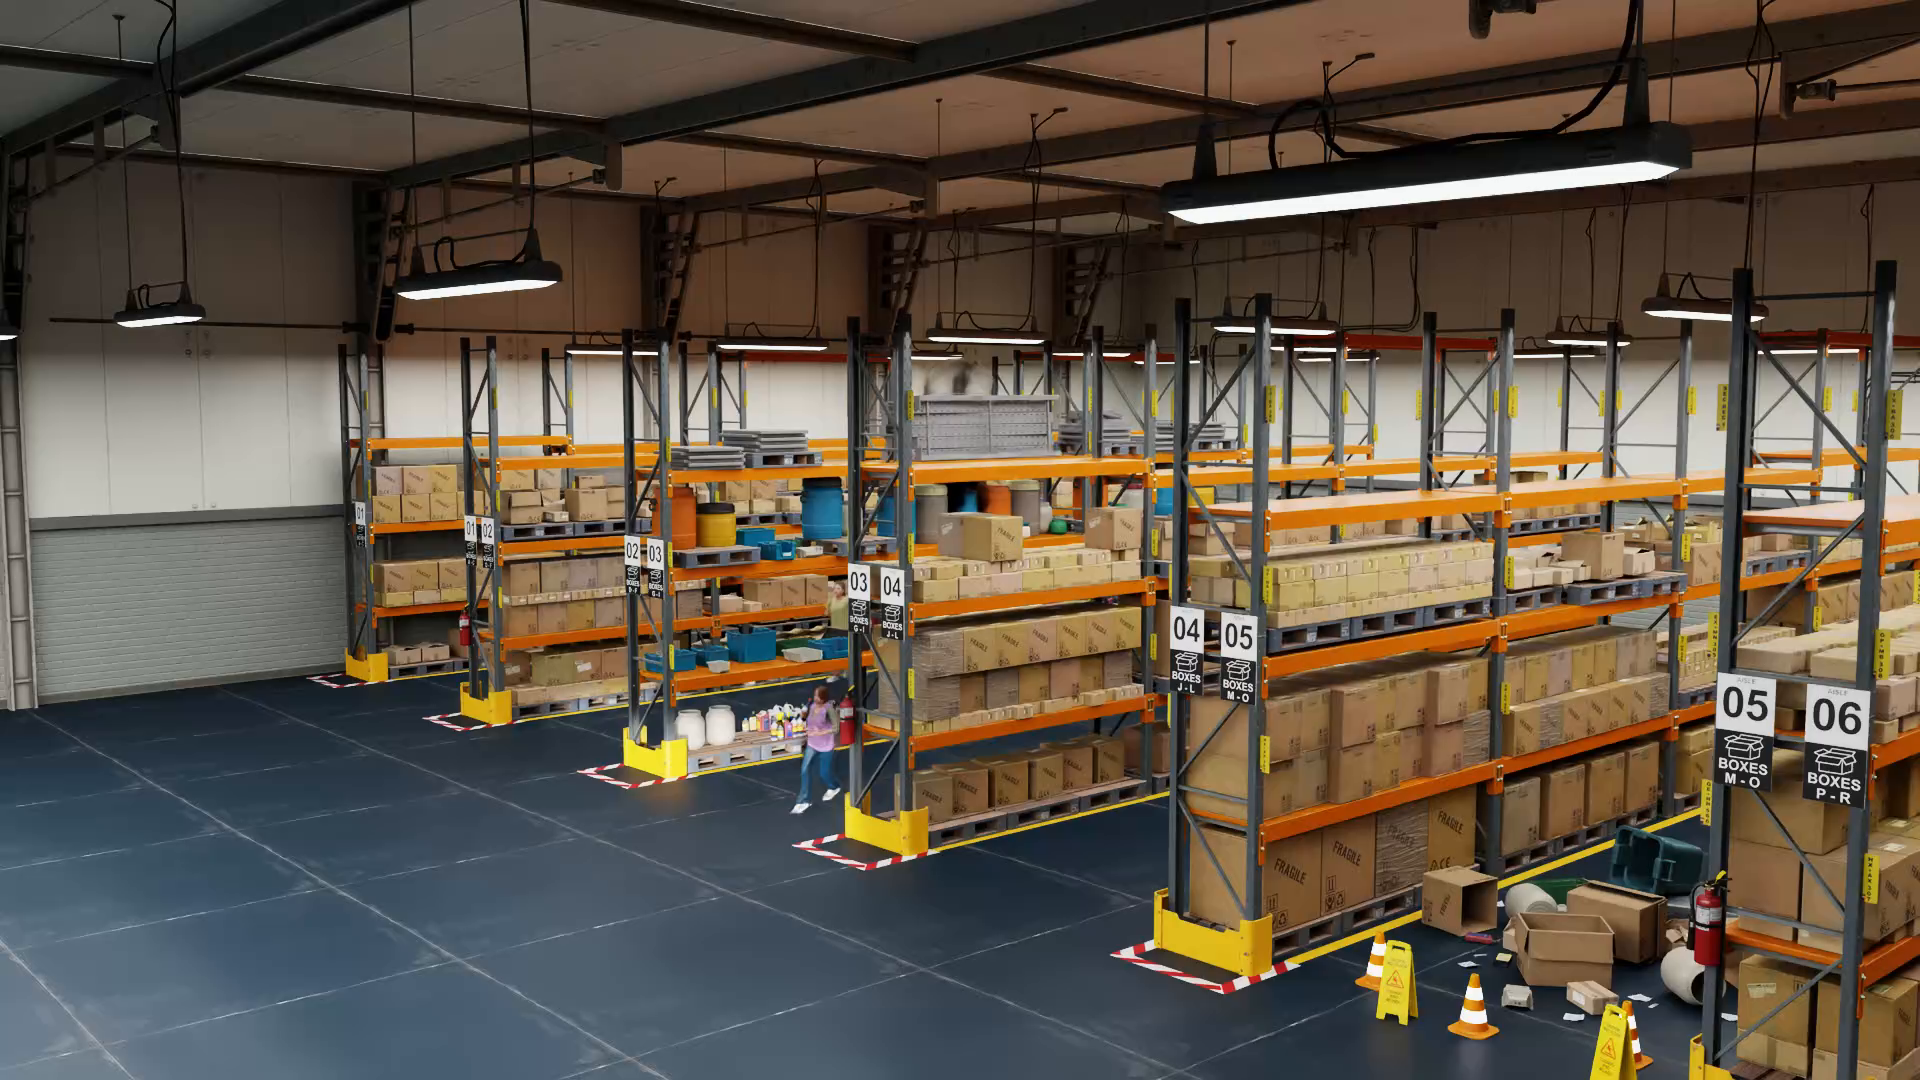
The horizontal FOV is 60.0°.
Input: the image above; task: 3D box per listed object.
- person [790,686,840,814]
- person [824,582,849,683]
[{"bbox_3d":[-1.644,2.567,20.474,0.561,1.615,0.784,4,6,35],"label":"person"},{"bbox_3d":[-2.027,1.542,28.070,0.592,1.688,0.846,3,6,28],"label":"person"}]
